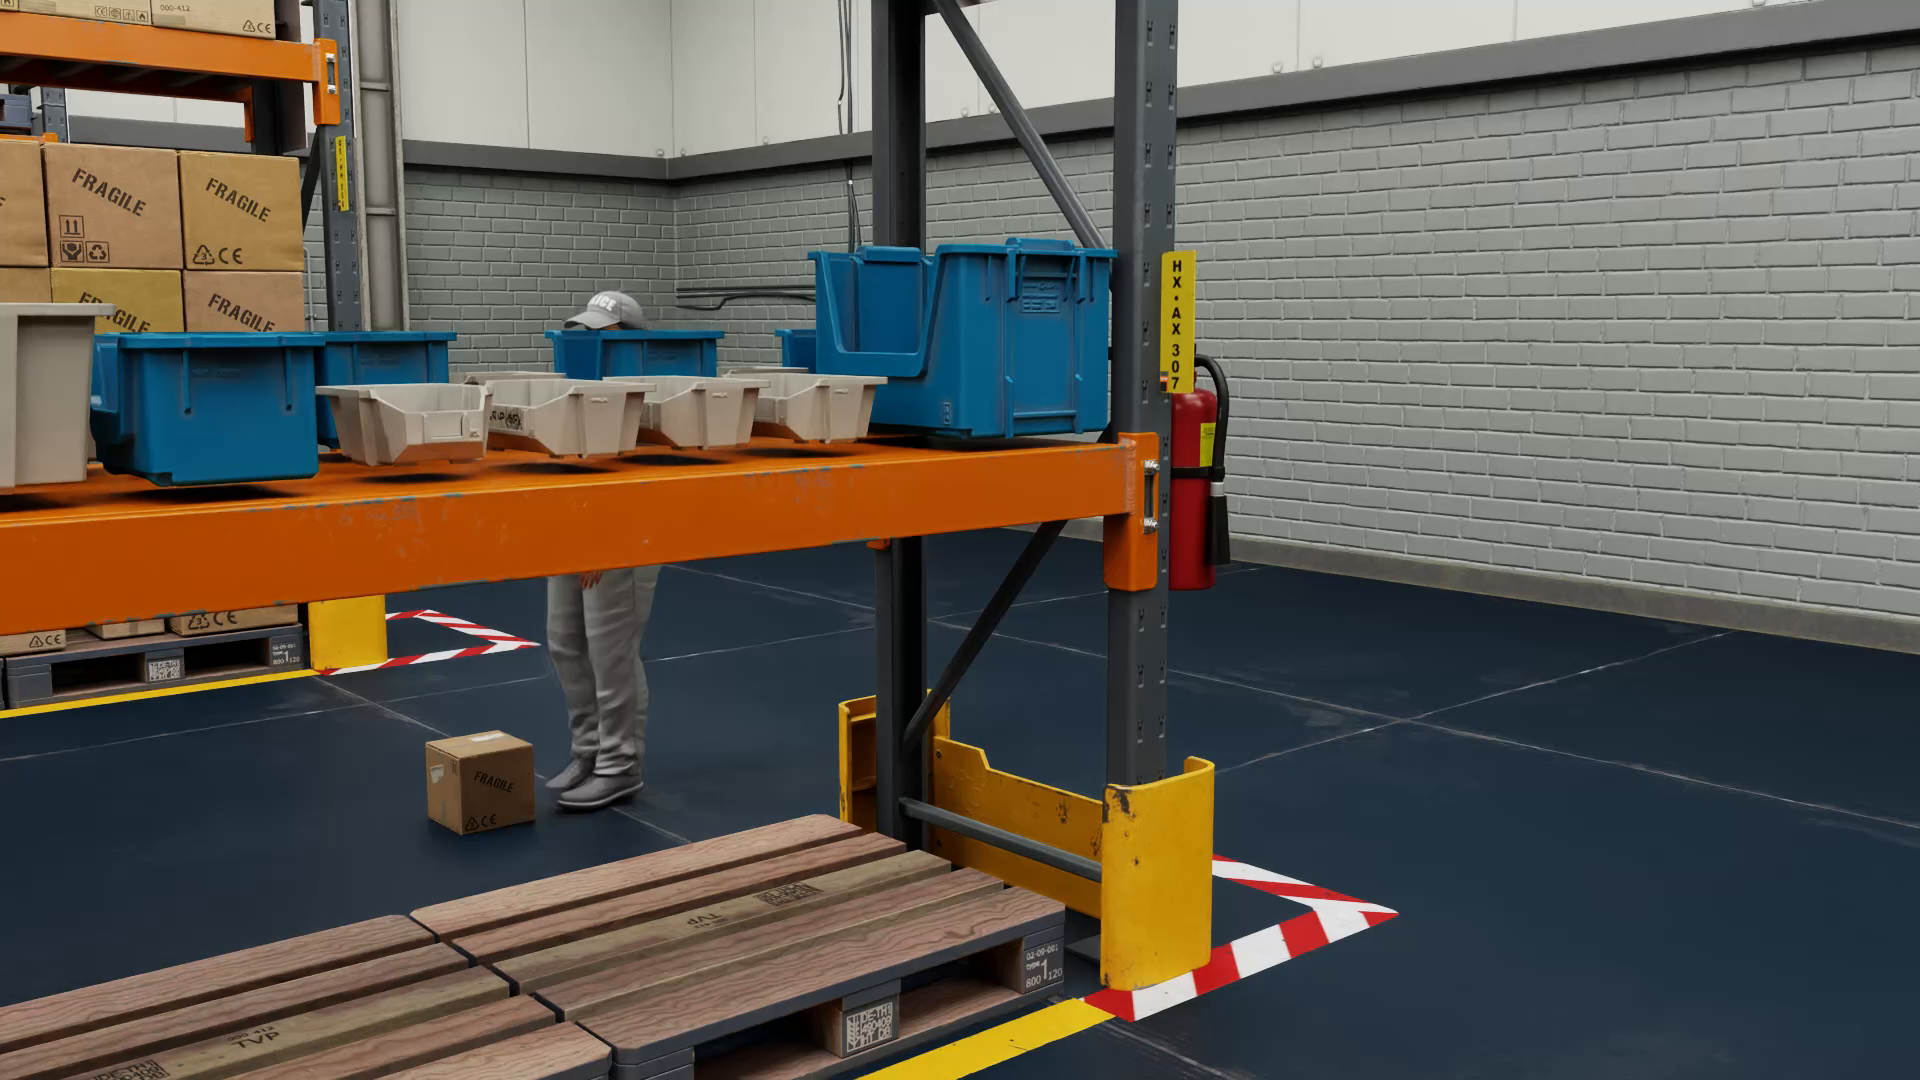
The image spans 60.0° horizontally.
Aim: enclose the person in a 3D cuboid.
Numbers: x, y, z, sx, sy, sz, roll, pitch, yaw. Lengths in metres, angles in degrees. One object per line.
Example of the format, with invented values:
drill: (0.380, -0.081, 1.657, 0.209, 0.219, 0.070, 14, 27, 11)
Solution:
person: (-1.199, 0.049, 5.512, 0.436, 1.730, 0.528, -7, 10, -41)
